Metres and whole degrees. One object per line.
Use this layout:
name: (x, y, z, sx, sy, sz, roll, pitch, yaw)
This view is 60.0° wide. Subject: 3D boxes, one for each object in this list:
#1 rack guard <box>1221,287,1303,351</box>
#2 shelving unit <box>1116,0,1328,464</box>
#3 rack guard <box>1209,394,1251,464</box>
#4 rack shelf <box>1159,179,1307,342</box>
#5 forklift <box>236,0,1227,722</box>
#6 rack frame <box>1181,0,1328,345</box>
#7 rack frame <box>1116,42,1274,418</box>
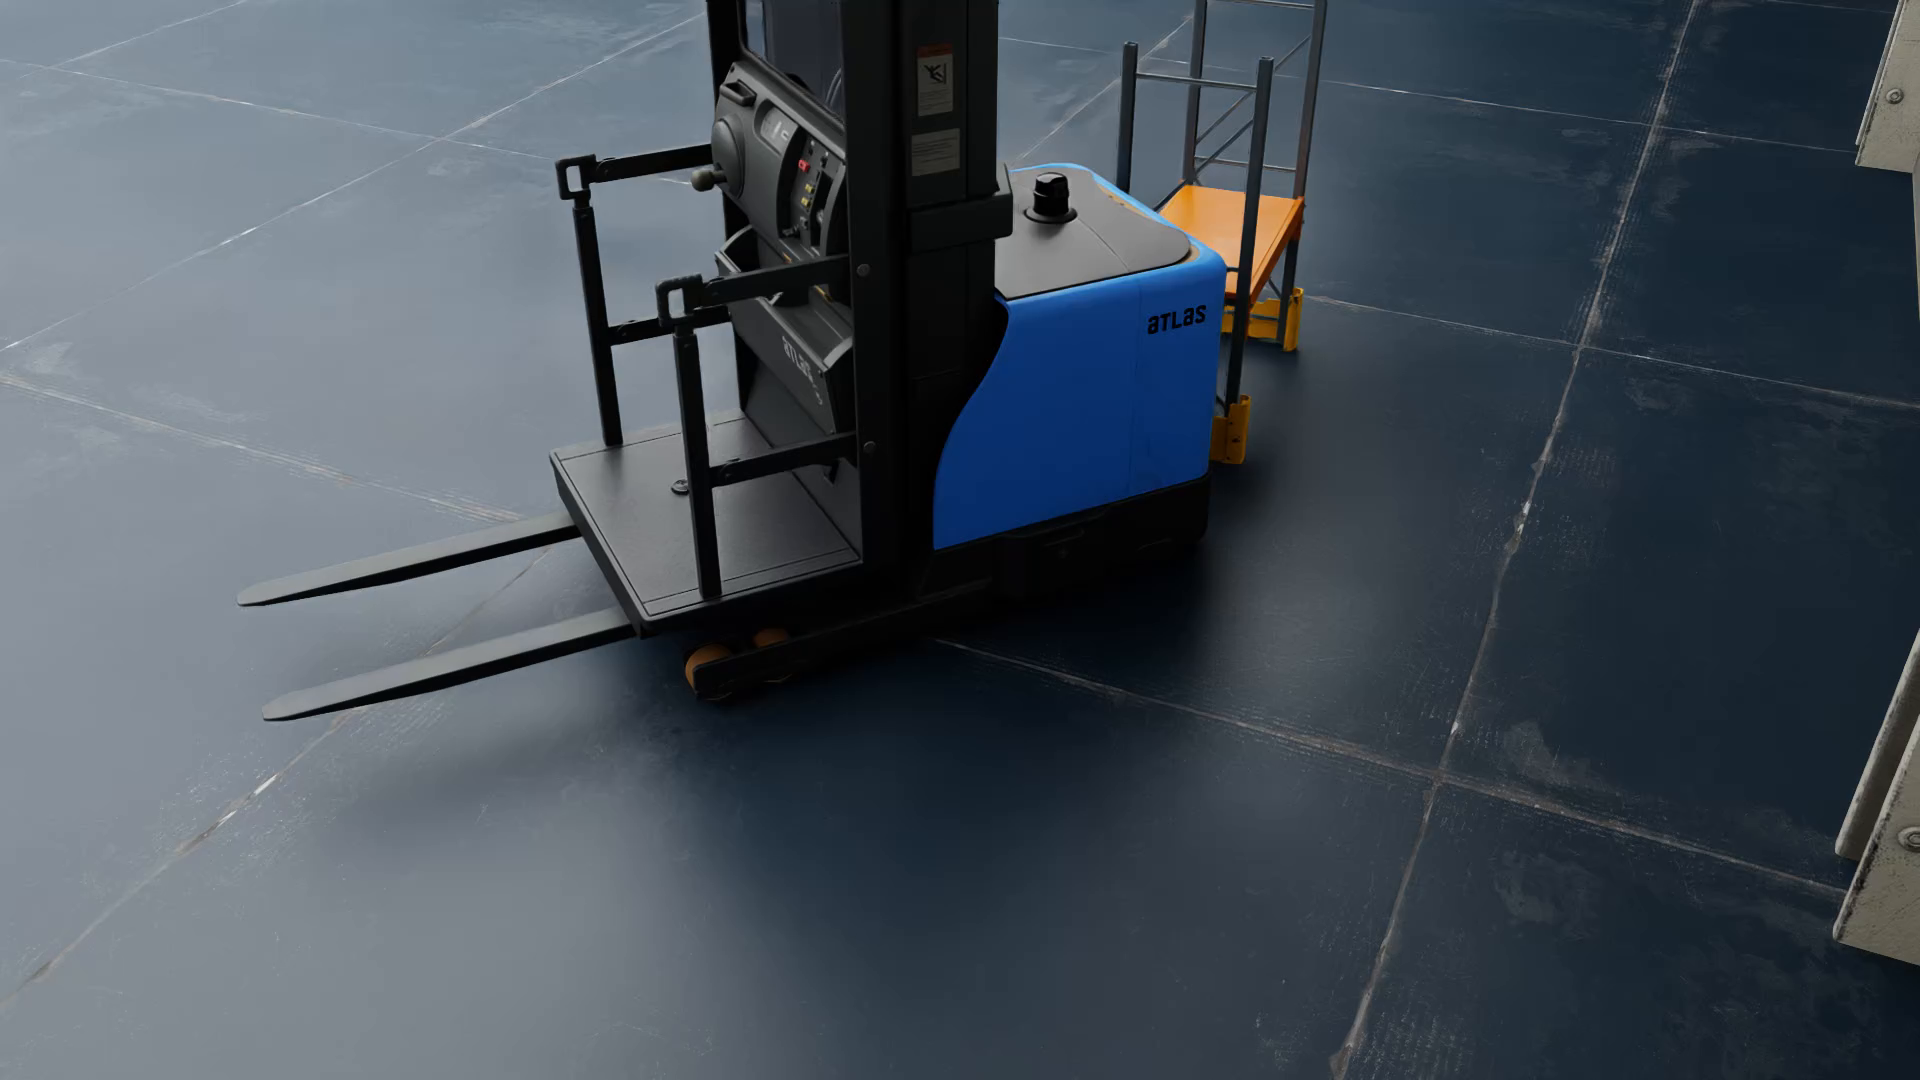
rack guard: (1.135, -0.970, 7.002, 0.587, 0.250, 0.087, 12, 35, 17)
shelving unit: (0.959, -1.238, 6.270, 0.587, 1.500, 1.083, 12, 35, 17)
rack guard: (0.782, -0.460, 6.223, 0.587, 0.250, 0.087, 12, 35, 17)
rack shelf: (0.962, -1.092, 6.375, 0.538, 0.185, 1.000, 12, 35, 17)
forklift: (-0.710, -1.074, 4.715, 3.031, 2.935, 1.130, -15, 36, -22)
rack frame: (1.142, -1.503, 6.674, 0.500, 1.500, 0.032, 12, 35, 17)
rack frame: (0.782, -0.982, 5.879, 0.500, 1.500, 0.032, 12, 35, 17)
